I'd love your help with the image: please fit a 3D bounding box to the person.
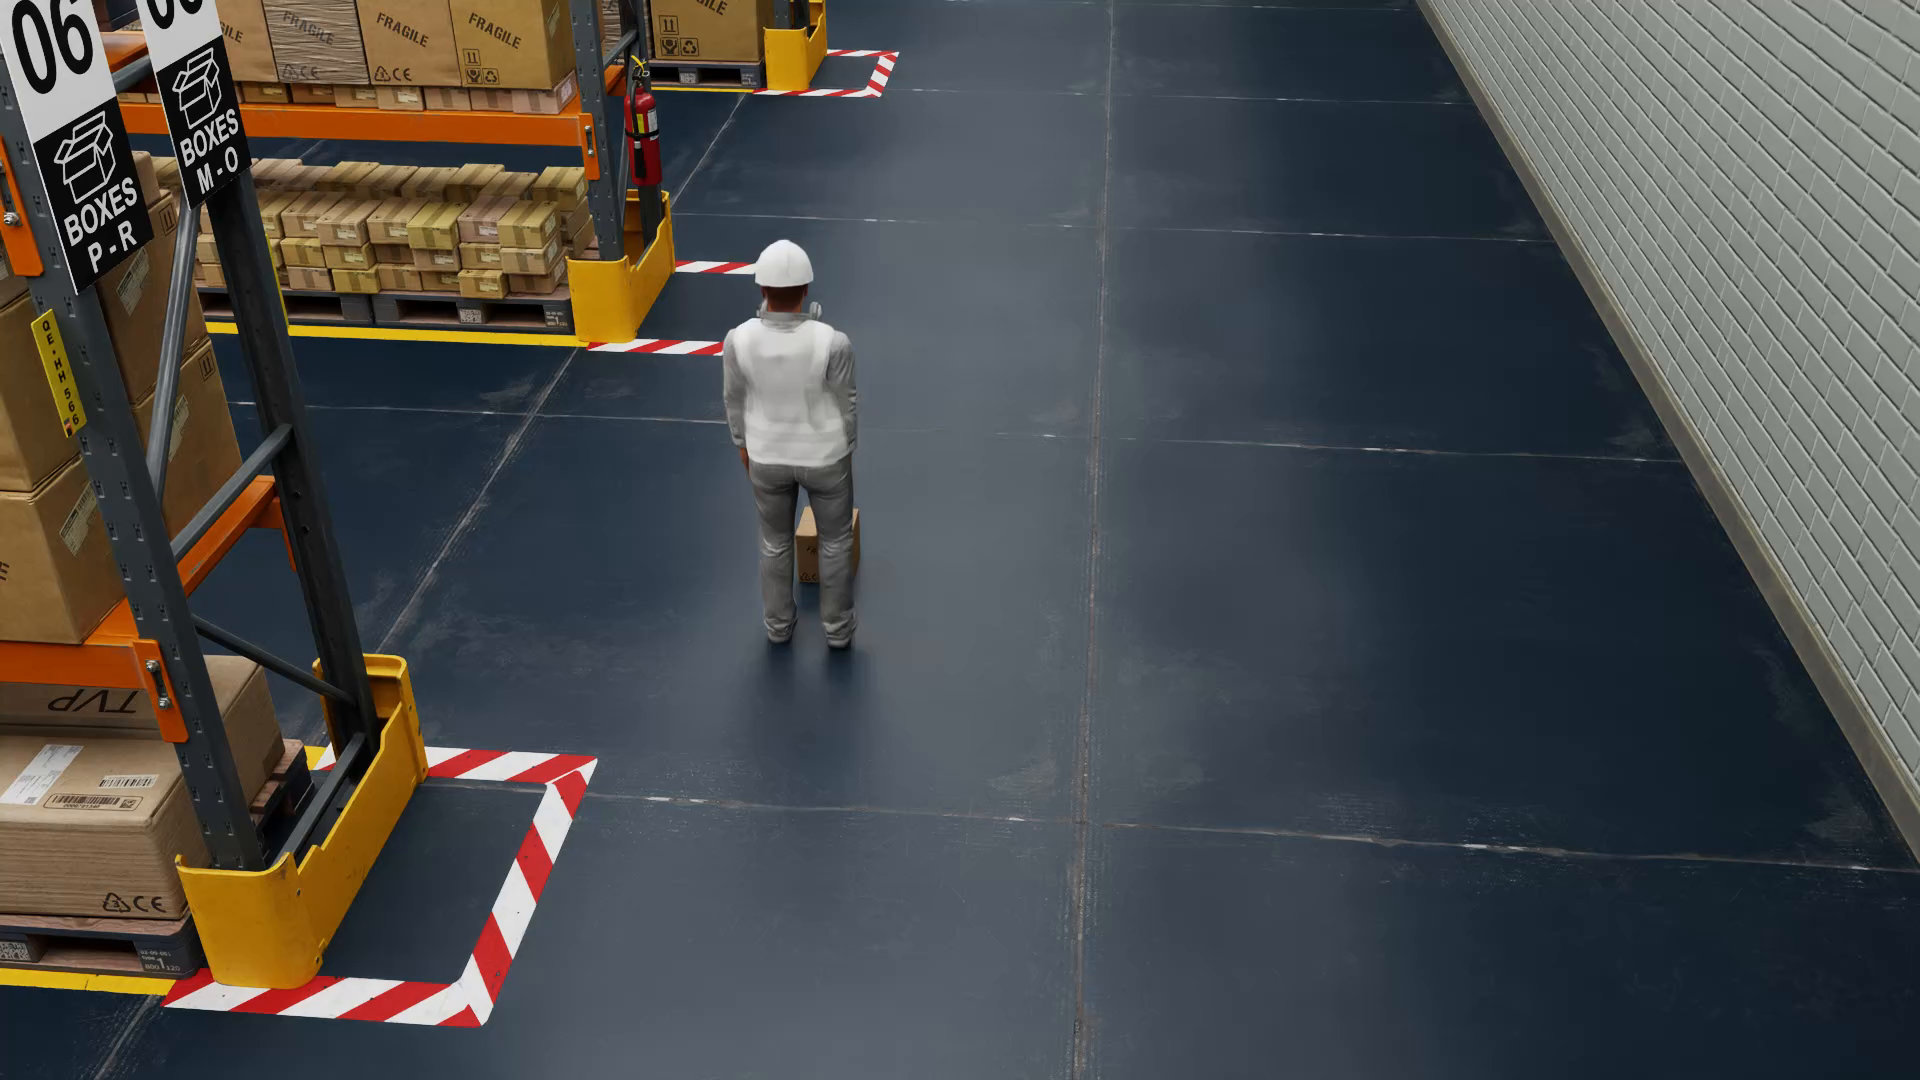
[{"bbox_3d":[-0.667,-0.360,6.709,0.533,1.768,0.356,3,32,5],"label":"person"}]
